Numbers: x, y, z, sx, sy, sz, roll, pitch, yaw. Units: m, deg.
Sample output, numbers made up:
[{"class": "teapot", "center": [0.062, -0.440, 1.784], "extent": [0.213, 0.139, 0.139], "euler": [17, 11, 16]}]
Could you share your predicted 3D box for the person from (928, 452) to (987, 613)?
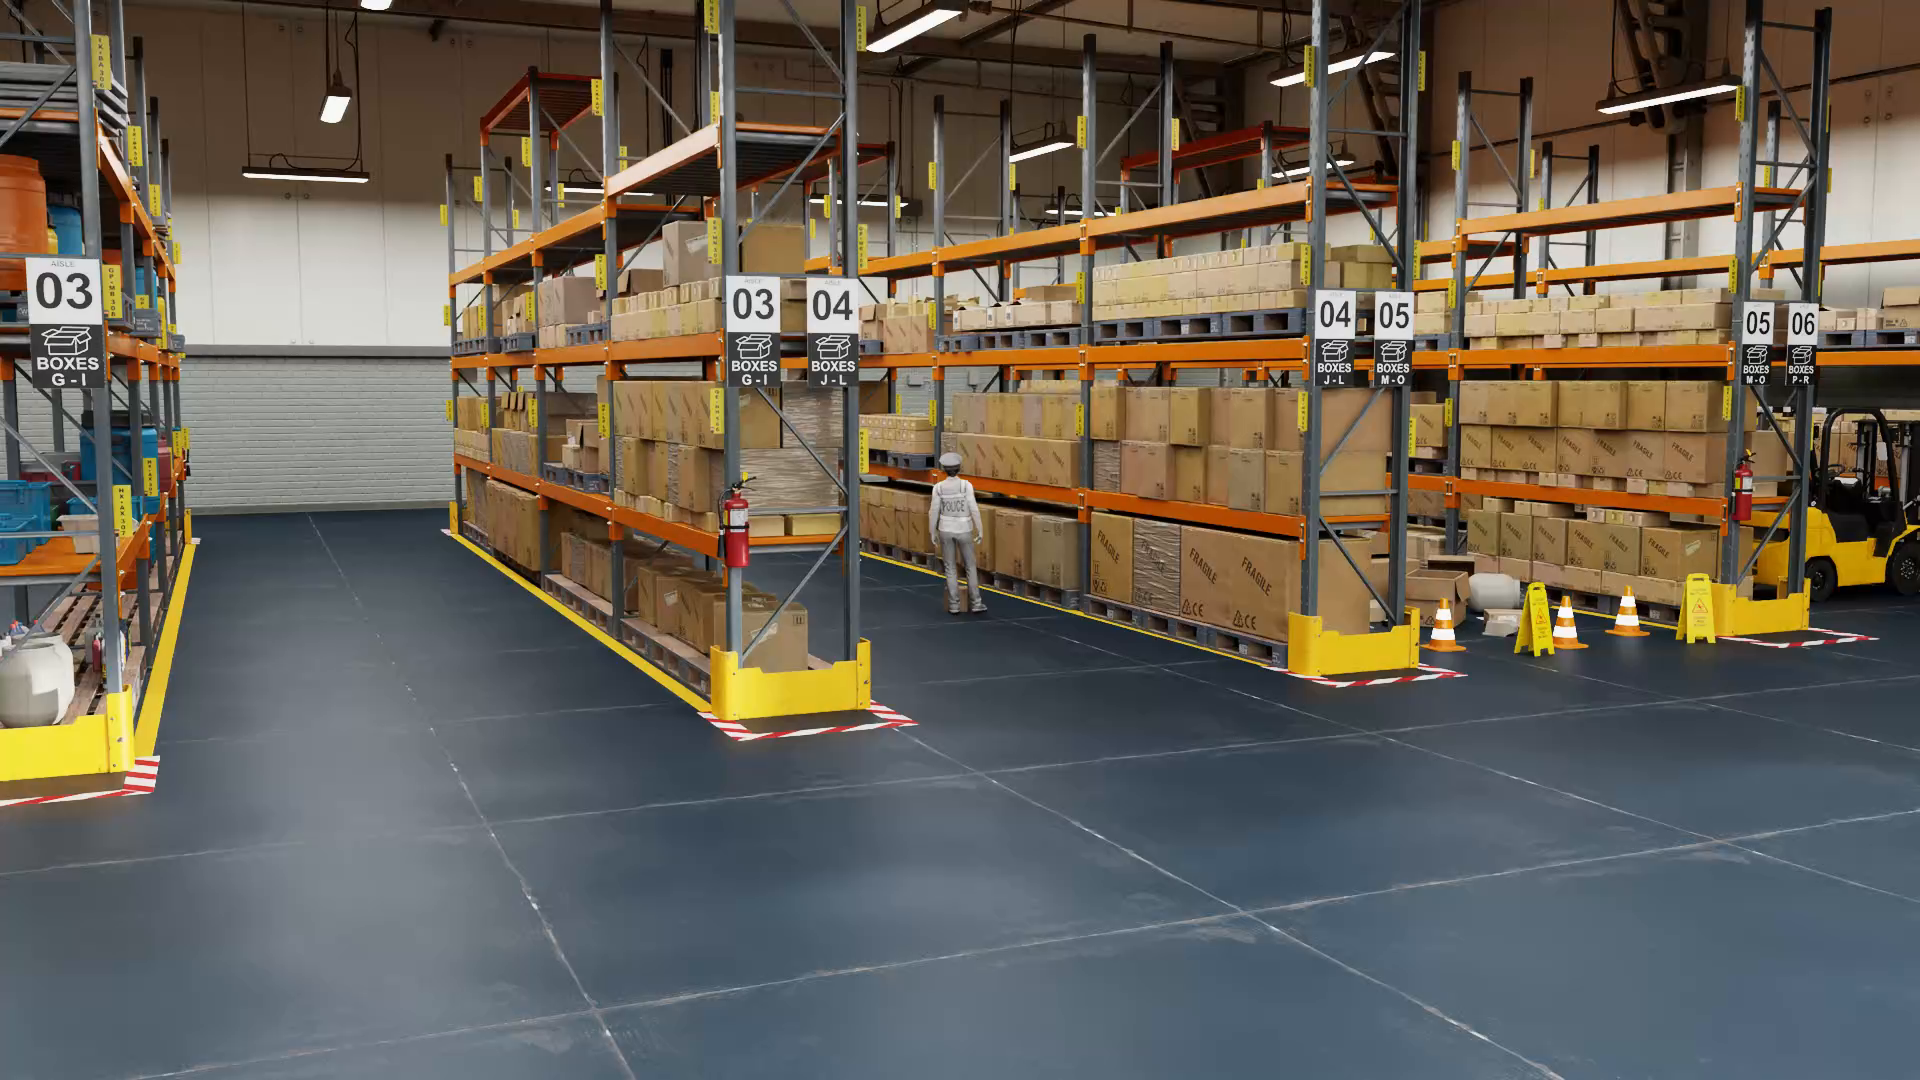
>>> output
[{"class": "person", "center": [-0.033, -0.078, 17.546], "extent": [0.587, 1.694, 0.530], "euler": [1, 6, 9]}]
